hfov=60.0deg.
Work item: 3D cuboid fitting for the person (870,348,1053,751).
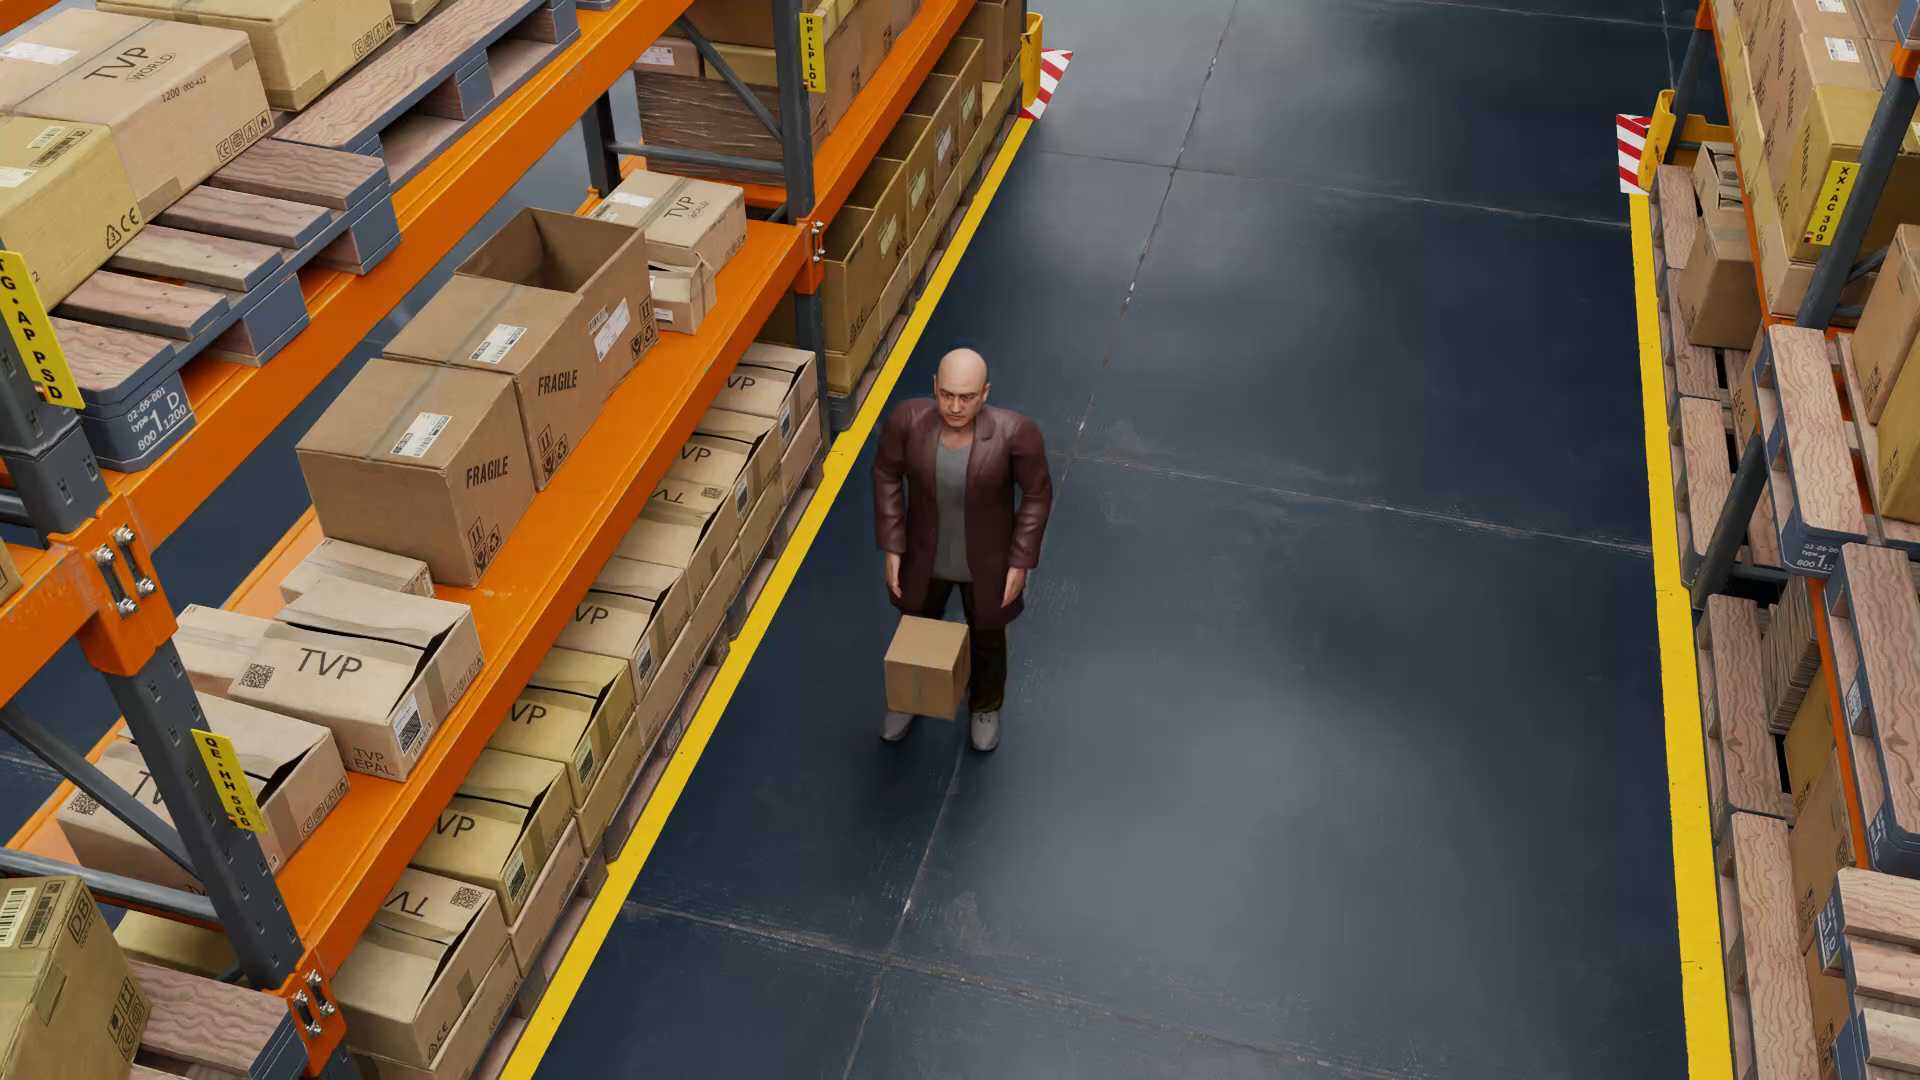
[{"bbox_3d":[-0.010,0.063,6.090,0.661,1.777,0.441,9,41,11],"label":"person"}]
